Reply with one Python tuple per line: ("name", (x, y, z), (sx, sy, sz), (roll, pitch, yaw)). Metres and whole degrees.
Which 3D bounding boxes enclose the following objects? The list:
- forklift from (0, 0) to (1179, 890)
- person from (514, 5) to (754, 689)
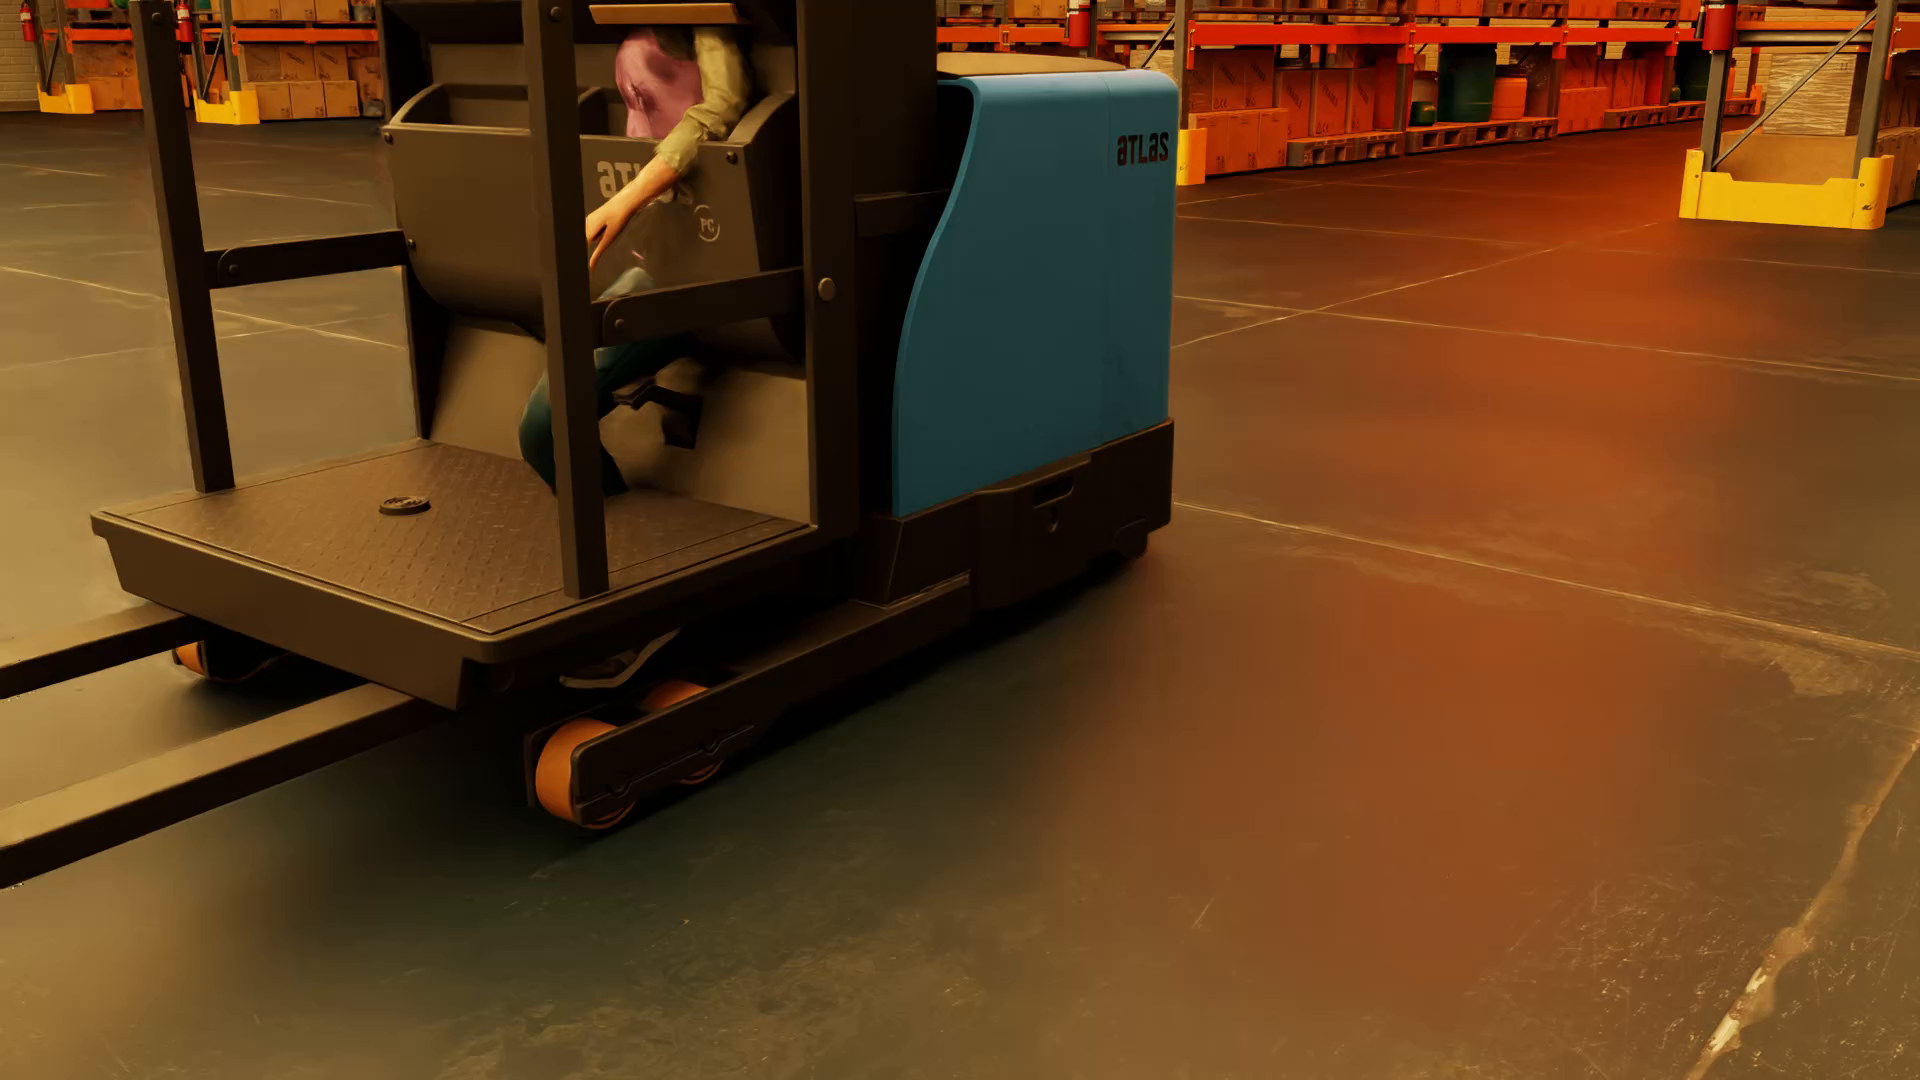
("forklift", (-0.790, -1.126, 2.605), (1.130, 2.935, 3.031), (12, 21, 35))
("person", (-0.596, -0.512, 3.022), (0.528, 1.514, 0.707), (-2, 17, -5))
